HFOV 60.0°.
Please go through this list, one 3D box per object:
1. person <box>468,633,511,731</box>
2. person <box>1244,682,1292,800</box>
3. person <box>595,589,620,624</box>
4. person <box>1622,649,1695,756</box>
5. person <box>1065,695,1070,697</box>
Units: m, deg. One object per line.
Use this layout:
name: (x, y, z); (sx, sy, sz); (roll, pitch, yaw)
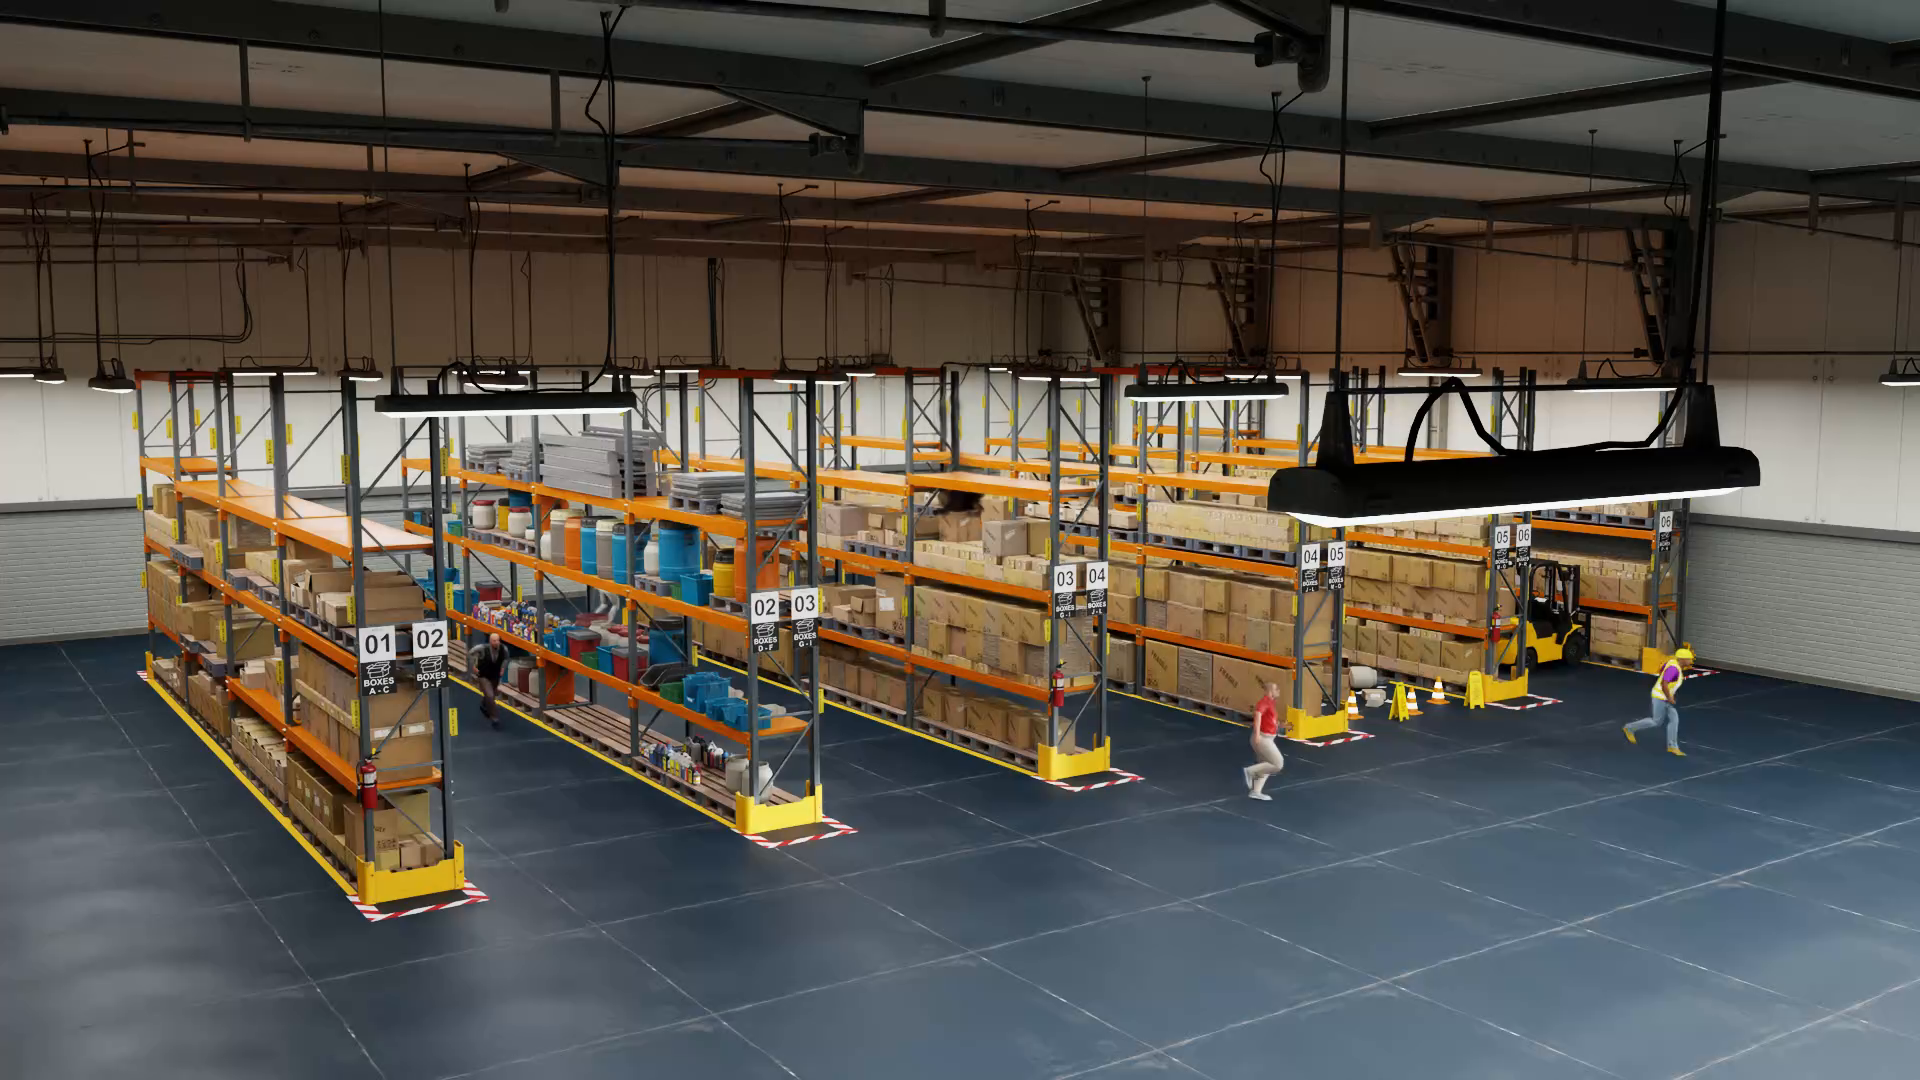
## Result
person: (-7.998, 2.363, 28.182); (0.697, 1.675, 1.007); (-4, 8, -31)
person: (4.363, 2.856, 23.559); (0.674, 1.680, 0.706); (0, 6, 4)
person: (-8.160, 1.199, 38.731); (0.597, 1.570, 0.832); (4, 8, 33)
person: (11.054, 2.544, 26.337); (1.015, 1.712, 0.718); (2, 7, 19)
person: (1.713, 2.060, 30.756); (0.537, 1.609, 0.875); (-5, 8, -38)
